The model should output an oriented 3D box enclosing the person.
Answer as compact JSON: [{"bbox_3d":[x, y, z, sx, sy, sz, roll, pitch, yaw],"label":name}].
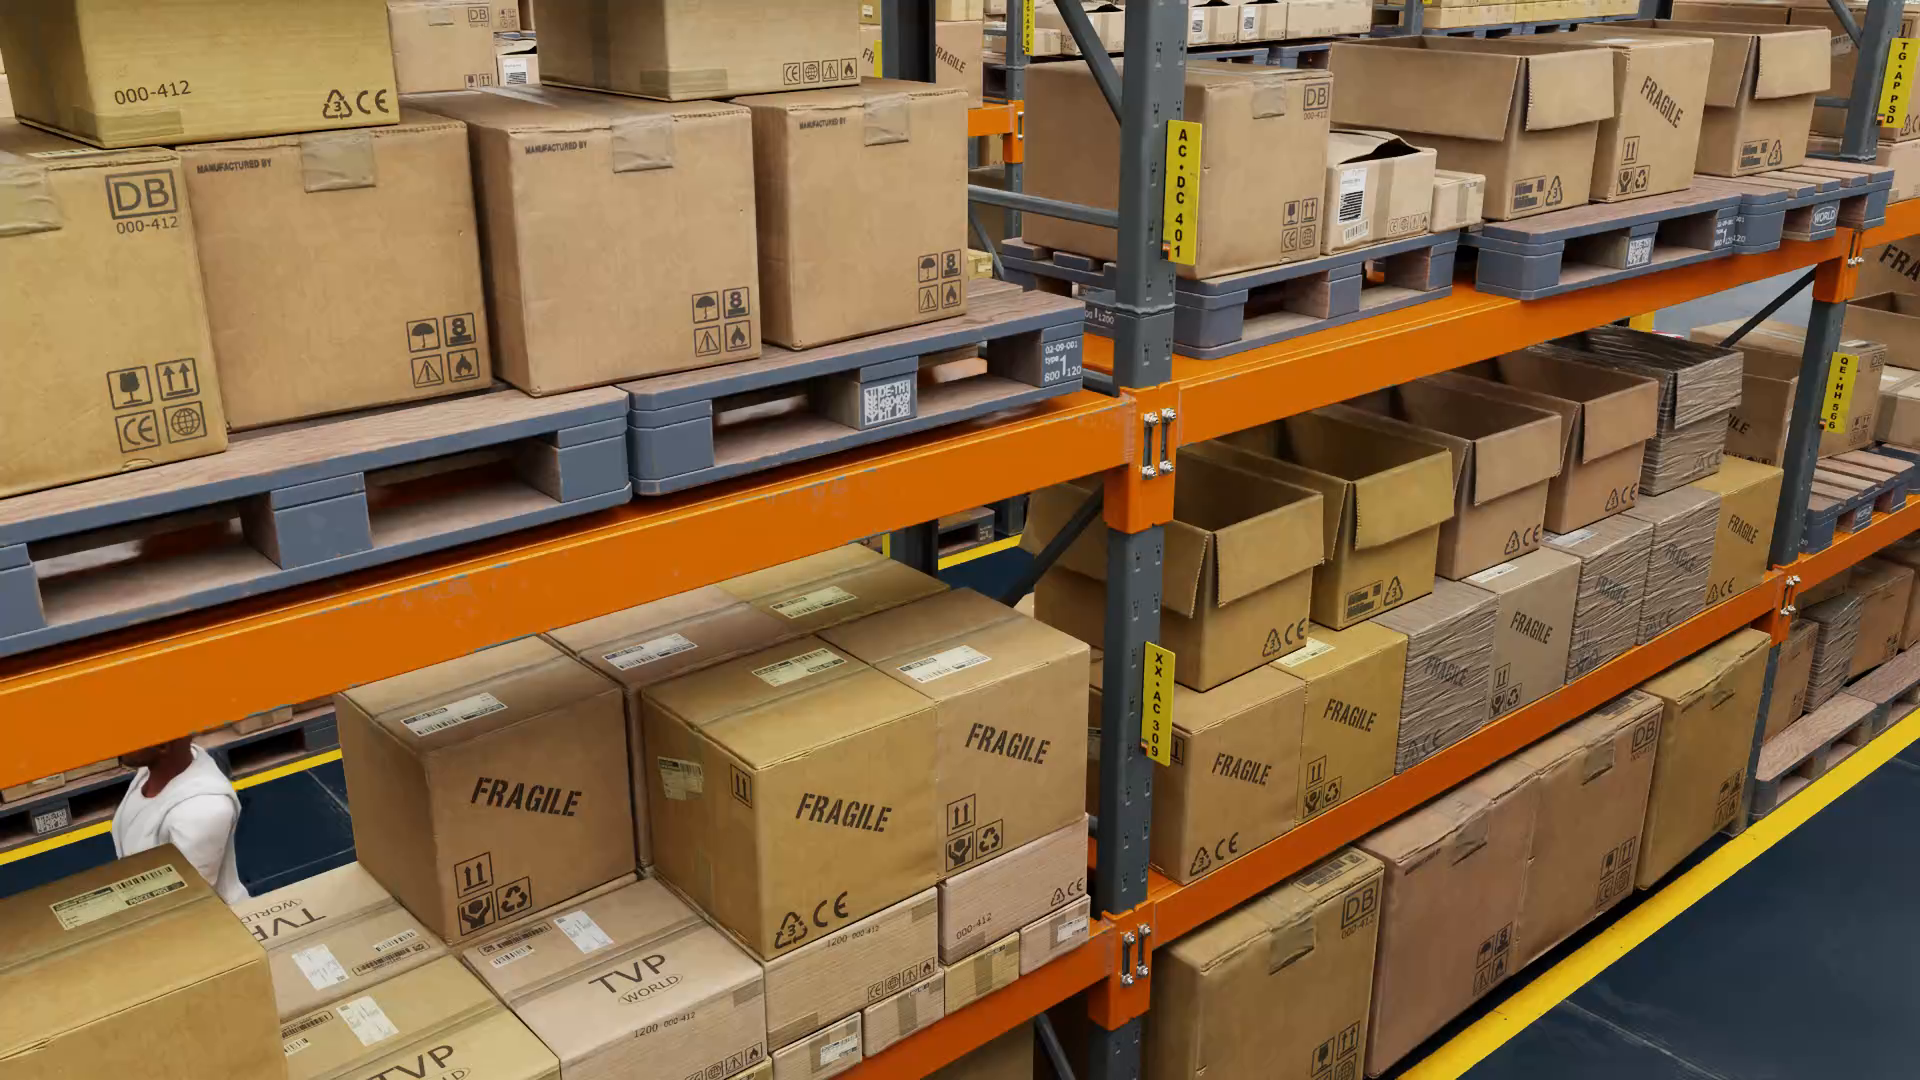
[{"bbox_3d":[-2.505,1.261,5.190,0.920,1.733,0.568,-18,28,-40],"label":"person"}]
